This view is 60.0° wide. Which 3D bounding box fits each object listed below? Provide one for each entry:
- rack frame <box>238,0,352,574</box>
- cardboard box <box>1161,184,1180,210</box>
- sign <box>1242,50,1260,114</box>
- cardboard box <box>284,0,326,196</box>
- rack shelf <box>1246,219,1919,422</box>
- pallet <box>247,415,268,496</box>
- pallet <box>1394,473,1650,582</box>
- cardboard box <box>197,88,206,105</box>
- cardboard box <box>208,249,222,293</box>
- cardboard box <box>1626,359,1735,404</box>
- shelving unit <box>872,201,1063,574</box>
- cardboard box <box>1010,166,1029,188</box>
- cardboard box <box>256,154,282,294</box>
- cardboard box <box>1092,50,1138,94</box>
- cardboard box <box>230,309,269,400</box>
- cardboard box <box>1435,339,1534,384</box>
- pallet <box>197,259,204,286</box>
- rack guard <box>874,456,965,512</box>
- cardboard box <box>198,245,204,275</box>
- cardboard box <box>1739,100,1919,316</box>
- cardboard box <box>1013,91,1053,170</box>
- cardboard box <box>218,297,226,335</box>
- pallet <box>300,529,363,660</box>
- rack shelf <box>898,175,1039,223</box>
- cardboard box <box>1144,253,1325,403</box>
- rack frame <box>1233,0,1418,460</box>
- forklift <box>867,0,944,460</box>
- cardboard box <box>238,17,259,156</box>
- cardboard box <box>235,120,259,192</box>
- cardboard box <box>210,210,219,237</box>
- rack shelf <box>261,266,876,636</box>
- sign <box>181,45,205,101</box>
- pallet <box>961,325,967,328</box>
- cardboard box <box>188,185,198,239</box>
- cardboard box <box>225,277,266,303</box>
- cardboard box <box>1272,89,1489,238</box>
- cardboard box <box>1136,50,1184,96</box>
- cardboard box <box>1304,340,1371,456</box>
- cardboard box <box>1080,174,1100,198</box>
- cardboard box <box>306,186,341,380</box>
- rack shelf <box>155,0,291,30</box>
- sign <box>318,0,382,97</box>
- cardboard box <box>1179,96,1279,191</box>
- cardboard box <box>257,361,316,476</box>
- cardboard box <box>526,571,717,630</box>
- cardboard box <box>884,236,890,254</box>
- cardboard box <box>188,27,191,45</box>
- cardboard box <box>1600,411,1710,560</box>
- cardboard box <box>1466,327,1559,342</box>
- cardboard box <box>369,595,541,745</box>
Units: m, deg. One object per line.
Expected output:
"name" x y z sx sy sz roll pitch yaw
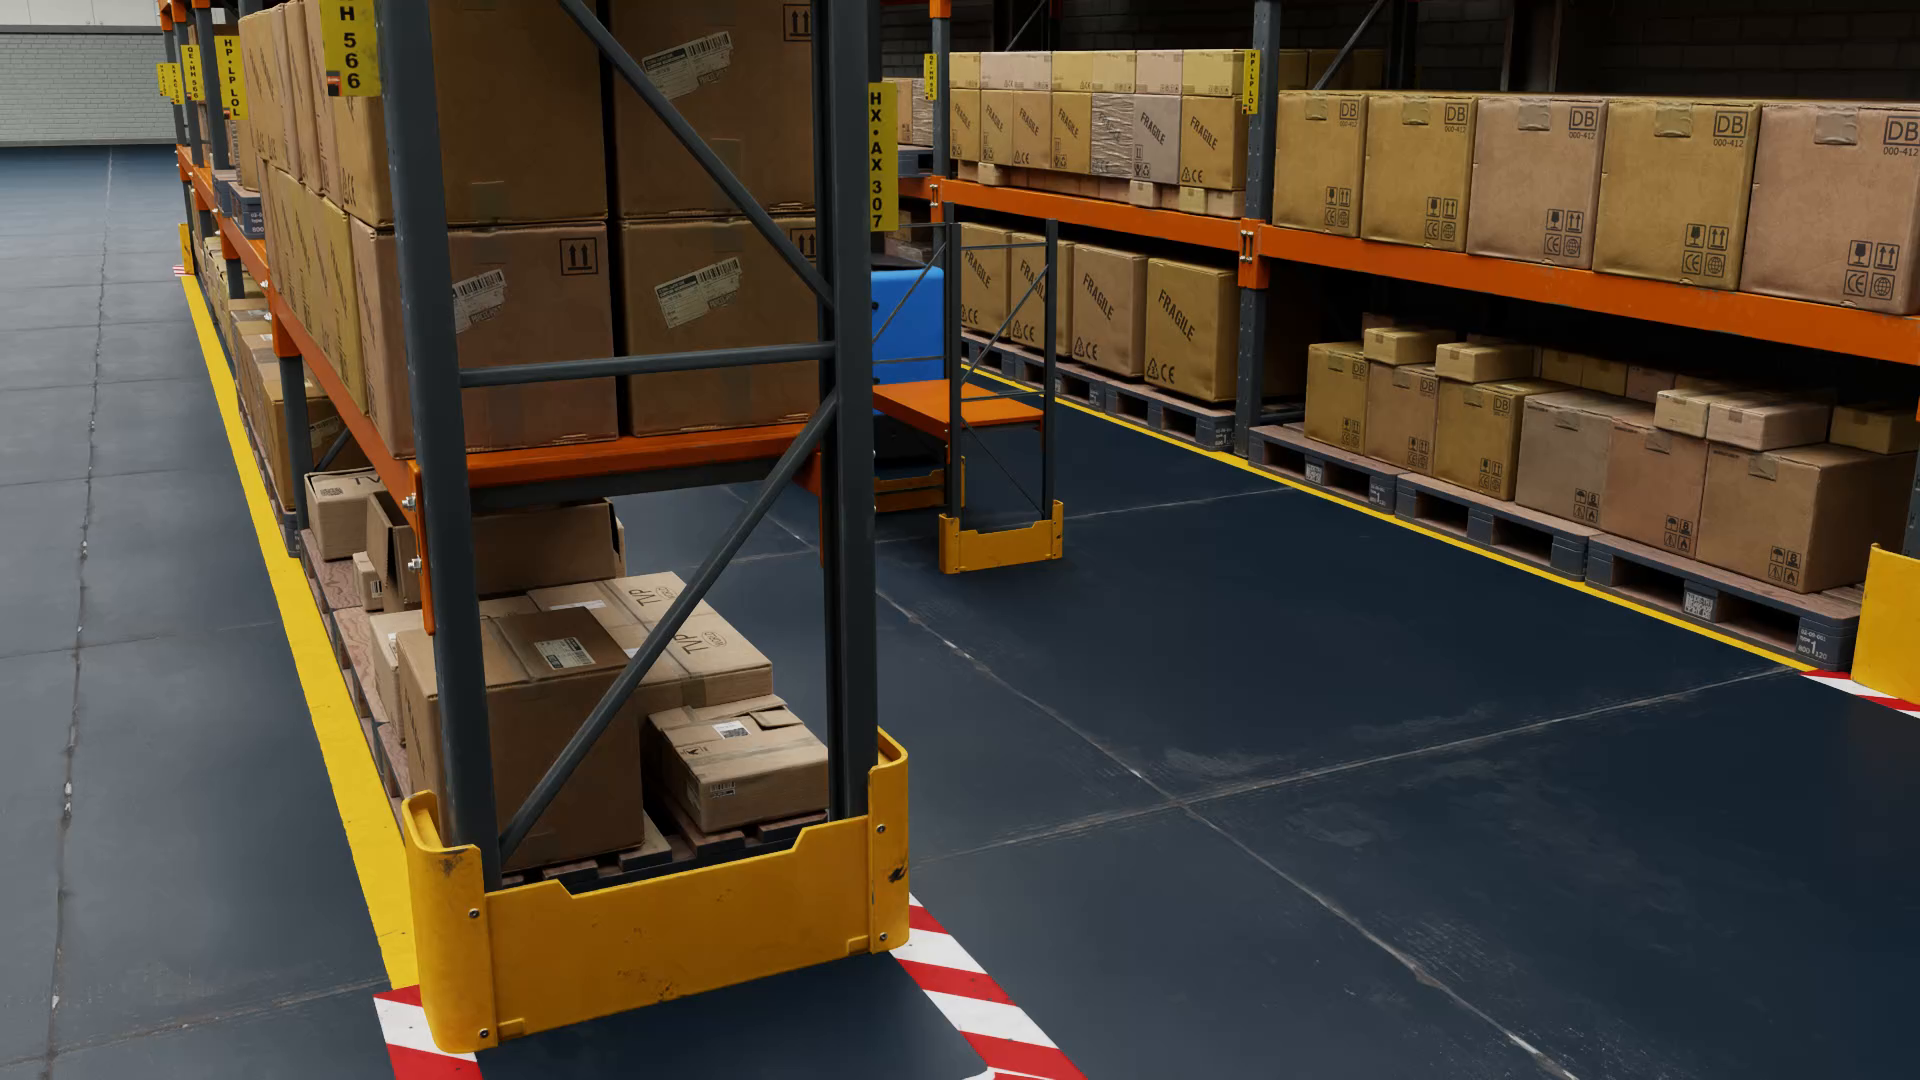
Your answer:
"rack frame" -2.426 -1.368 7.081 1.000 3.000 0.127 -8 18 -25
"cardboard box" 1.418 -2.036 9.825 0.380 0.149 0.250 -7 17 -23
"sign" 1.542 -2.418 8.784 0.100 0.325 0.005 -8 18 -25
"cardboard box" -1.570 -1.235 4.624 0.500 0.500 0.500 -7 17 -23
"rack shelf" 2.901 -1.126 7.541 1.077 0.370 4.000 -8 18 -25
"pallet" -3.355 -0.528 9.208 1.003 0.211 1.213 -8 18 -25
"pallet" 2.826 -0.126 7.809 1.003 0.211 1.213 -8 18 -25
"cardboard box" -6.243 -3.753 14.035 0.380 0.149 0.250 -8 18 -25
"cardboard box" -5.532 -2.116 12.894 0.500 0.311 0.500 -8 18 -27
"cardboard box" 3.171 -0.693 7.323 0.380 0.149 0.250 -7 18 -24
"shelving unit" -0.033 -0.740 7.610 0.587 1.500 1.083 -8 18 -25
"cardboard box" 0.573 -2.552 11.624 0.380 0.149 0.250 -8 18 -25
"cardboard box" -2.448 -1.257 6.512 0.500 0.500 0.500 -7 17 -23
"cardboard box" 1.152 -2.868 10.191 0.500 0.250 0.500 -7 18 -24
"cardboard box" -4.002 -1.094 9.857 0.500 0.500 0.500 -8 18 -27
"cardboard box" 2.475 -0.846 7.854 0.380 0.149 0.250 -8 18 -26
"pallet" -7.311 -2.819 17.191 1.003 0.211 1.213 -8 18 -25
"rack guard" -0.252 -0.263 8.212 0.587 0.250 0.087 -8 18 -25
"cardboard box" -6.993 -2.692 15.917 0.500 0.250 0.500 -8 18 -25
"cardboard box" 3.545 -1.245 6.109 0.980 0.700 0.700 -7 17 -22
"cardboard box" 0.693 -2.755 11.155 0.500 0.500 0.500 -8 18 -25
"cardboard box" -5.303 -1.721 12.533 0.500 0.250 0.500 -7 18 -24
"pallet" -2.126 0.143 6.872 1.003 0.211 1.213 -8 18 -25
"rack shelf" -0.604 -3.110 14.453 1.077 0.370 4.000 -8 18 -25
"cardboard box" 1.623 -1.282 9.915 0.750 0.750 0.750 -7 18 -24
"rack frame" 2.025 -1.968 9.170 1.000 3.000 0.127 -8 18 -25
"forklift" -1.092 -2.154 9.944 1.130 2.935 3.031 -7 17 -22
"cardboard box" -2.473 -1.746 6.403 0.500 0.500 0.500 -7 17 -23
"cardboard box" -3.256 -2.049 8.510 0.700 0.500 0.500 -13 21 -39
"cardboard box" -6.539 -2.807 14.957 0.500 0.500 0.500 -8 18 -25
"rack shelf" -1.550 -0.527 5.452 1.077 0.370 4.000 -8 18 -25
"sign" -4.676 -2.849 10.141 0.100 0.325 0.005 -8 18 -25
"pallet" -0.068 -1.813 13.687 1.003 0.211 1.213 -8 18 -25
"cardboard box" -7.428 -3.301 16.679 0.500 0.500 0.500 -8 18 -25
"cardboard box" -4.630 -1.610 11.130 0.500 0.311 0.500 -7 17 -23
"cardboard box" 2.248 -1.976 8.653 0.980 0.700 0.700 -7 18 -24
"cardboard box" 1.375 -2.742 9.751 0.500 0.250 0.500 -7 18 -24
"cardboard box" 2.260 -0.770 8.767 0.700 0.500 0.500 -7 18 -24
"cardboard box" 0.999 -2.294 10.725 0.380 0.149 0.250 -7 17 -23
"cardboard box" -1.559 -0.755 4.763 0.500 0.500 0.500 -8 18 -24
"rack shelf" -6.807 -4.944 15.407 1.077 0.370 4.000 -8 18 -25
"sign" -1.182 -1.023 3.205 0.100 0.325 0.005 -8 18 -25
"cardboard box" 1.596 -2.252 9.405 0.500 0.500 0.500 -8 18 -26
"cardboard box" -3.109 -0.590 8.101 0.500 0.500 0.500 -8 18 -25
"cardboard box" -1.095 0.317 5.396 0.500 0.250 0.500 -8 18 -25
"cardboard box" -0.454 -2.403 14.422 0.700 0.500 0.500 -8 18 -25
"cardboard box" -6.572 -4.382 15.050 0.700 0.500 0.500 -8 18 -25
"cardboard box" 3.162 -0.262 6.996 0.700 0.500 0.500 -8 18 -25
"cardboard box" 2.724 -0.946 8.205 0.380 0.149 0.250 -8 18 -27
"cardboard box" -1.523 0.390 5.143 0.500 0.250 0.500 -8 18 -25
